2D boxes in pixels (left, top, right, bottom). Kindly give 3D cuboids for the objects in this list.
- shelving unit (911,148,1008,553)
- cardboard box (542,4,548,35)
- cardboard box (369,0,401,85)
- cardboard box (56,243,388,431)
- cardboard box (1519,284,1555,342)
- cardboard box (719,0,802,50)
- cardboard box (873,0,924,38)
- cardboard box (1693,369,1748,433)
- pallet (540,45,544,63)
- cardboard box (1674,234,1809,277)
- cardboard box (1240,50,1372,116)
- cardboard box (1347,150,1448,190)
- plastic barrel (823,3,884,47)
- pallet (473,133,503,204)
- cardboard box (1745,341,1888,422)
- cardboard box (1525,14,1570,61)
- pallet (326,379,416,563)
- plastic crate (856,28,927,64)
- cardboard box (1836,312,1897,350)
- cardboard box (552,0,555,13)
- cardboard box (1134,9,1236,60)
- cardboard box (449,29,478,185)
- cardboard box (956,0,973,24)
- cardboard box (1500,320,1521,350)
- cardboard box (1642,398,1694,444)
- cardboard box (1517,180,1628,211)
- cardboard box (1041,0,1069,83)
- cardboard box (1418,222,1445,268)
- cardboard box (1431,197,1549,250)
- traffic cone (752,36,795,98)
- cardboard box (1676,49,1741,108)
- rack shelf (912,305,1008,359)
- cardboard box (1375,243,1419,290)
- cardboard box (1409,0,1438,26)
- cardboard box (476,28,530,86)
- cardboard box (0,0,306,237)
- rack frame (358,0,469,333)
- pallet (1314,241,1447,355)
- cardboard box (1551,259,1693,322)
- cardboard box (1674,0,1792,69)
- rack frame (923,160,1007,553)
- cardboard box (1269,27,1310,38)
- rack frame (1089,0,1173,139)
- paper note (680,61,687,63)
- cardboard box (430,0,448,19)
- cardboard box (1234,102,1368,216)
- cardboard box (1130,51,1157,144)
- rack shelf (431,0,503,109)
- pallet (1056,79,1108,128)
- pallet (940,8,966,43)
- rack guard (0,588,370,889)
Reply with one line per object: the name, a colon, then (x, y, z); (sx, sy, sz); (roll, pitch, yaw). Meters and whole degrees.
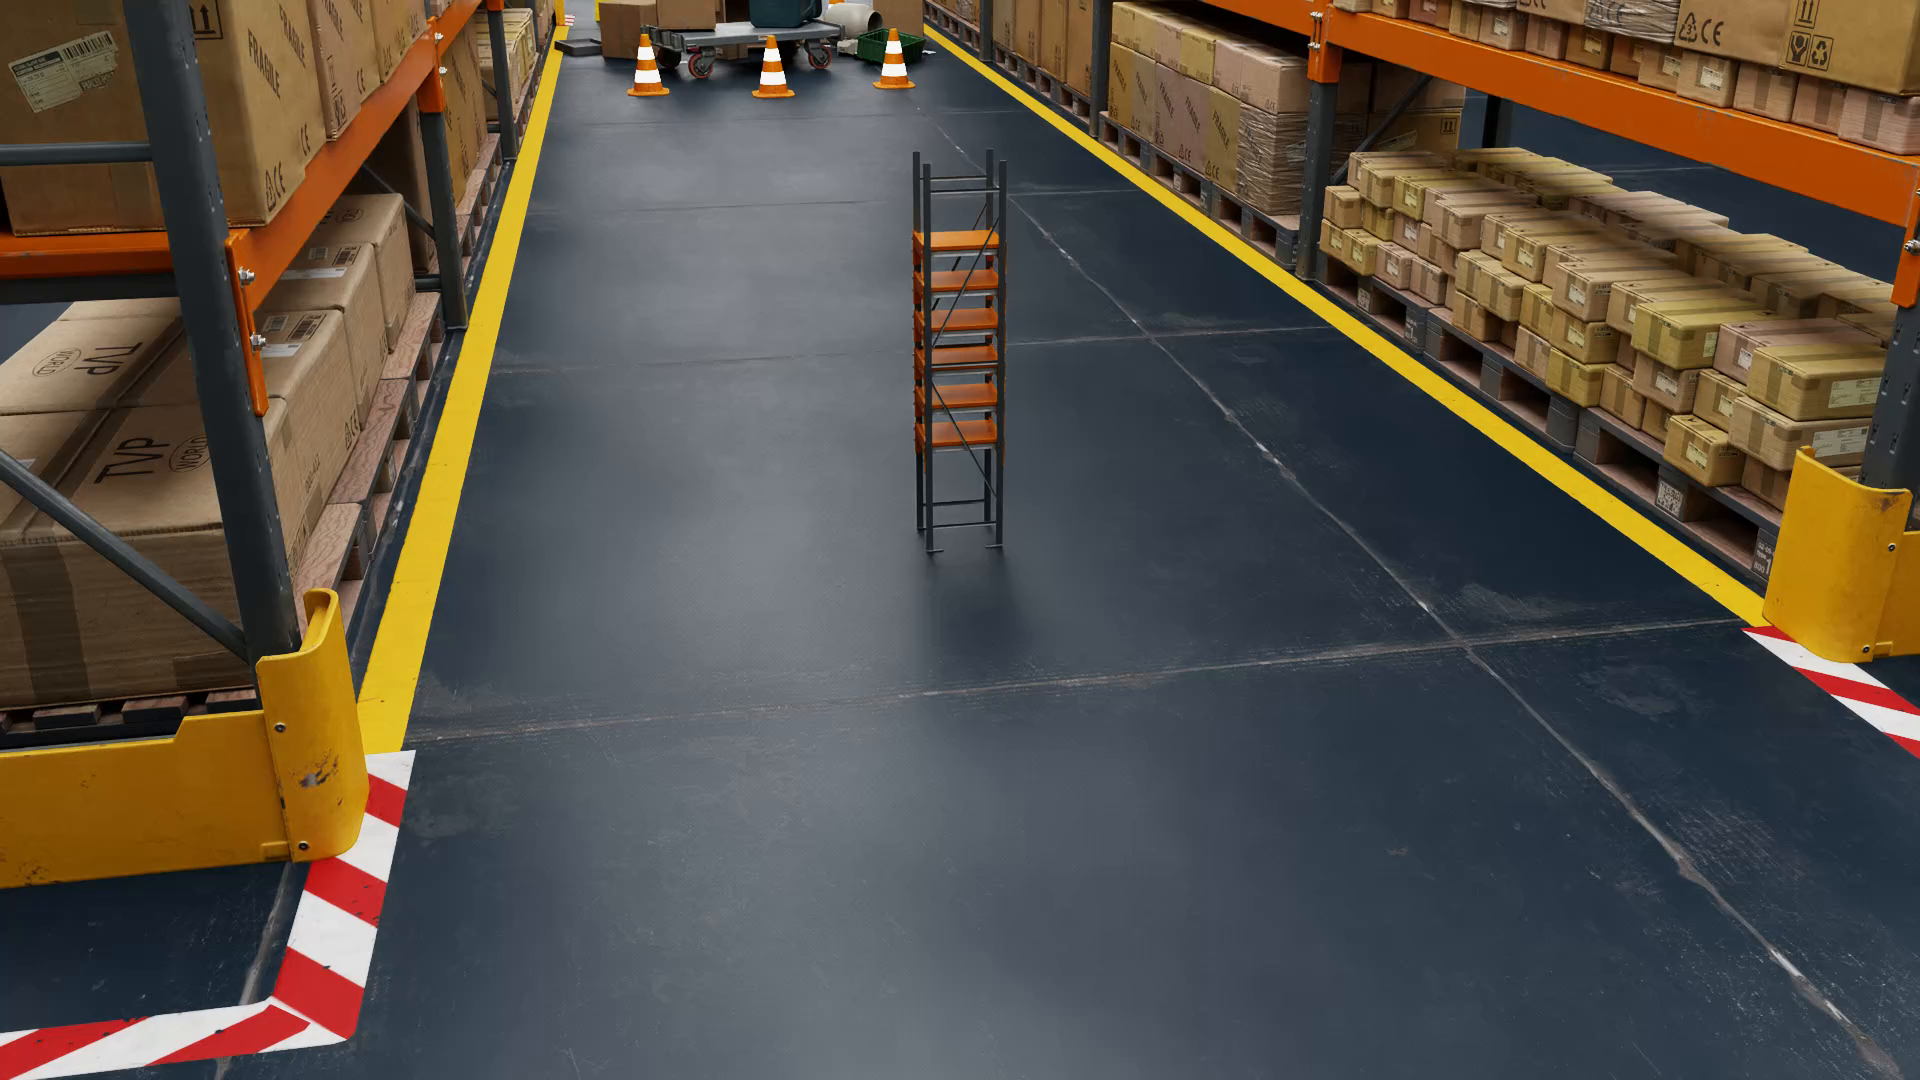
shelving unit: (-0.003, -0.556, 5.023); (0.258, 1.200, 0.189); (-4, 24, -10)
cardboard box: (-4.119, -4.825, 15.461); (0.500, 0.250, 0.500); (-3, 24, -7)
cardboard box: (-2.141, -1.769, 5.427); (0.500, 0.500, 0.500); (-5, 24, -11)
cardboard box: (-2.509, -0.696, 5.773); (0.875, 0.438, 0.875); (-5, 24, -11)
cardboard box: (2.286, -0.836, 6.082); (0.380, 0.149, 0.250); (-3, 24, -7)
cardboard box: (-1.911, -5.053, 16.020); (0.797, 0.637, 0.503); (-4, 24, -10)
cardboard box: (-0.615, -5.228, 16.593); (0.500, 0.500, 0.500); (0, 24, -1)
cardboard box: (2.526, -0.433, 5.160); (0.380, 0.149, 0.250); (-5, 24, -11)
pallet: (-4.324, -4.415, 15.096); (1.003, 0.211, 1.213); (-4, 24, -10)
cardboard box: (2.874, -1.024, 6.141); (0.380, 0.149, 0.250); (-4, 24, -9)
cardboard box: (1.774, -2.356, 8.558); (0.500, 0.250, 0.500); (-5, 24, -11)
cardboard box: (2.020, -1.699, 7.686); (0.380, 0.149, 0.250); (-3, 24, -8)
plastic barrel: (-1.037, -4.990, 16.146); (0.512, 0.421, 0.421); (13, 27, 27)
pallet: (-3.354, -2.265, 10.172); (1.003, 0.211, 1.213); (-4, 24, -10)
cardboard box: (2.553, -0.466, 4.863); (0.380, 0.149, 0.250); (-4, 24, -9)
cardboard box: (2.277, -1.824, 5.992); (0.380, 0.149, 0.250); (-3, 24, -8)
pallet: (-2.393, -0.221, 5.493); (1.003, 0.211, 1.213); (-4, 24, -10)
plastic crate: (-0.639, -4.547, 15.355); (0.450, 0.188, 0.662); (17, 27, 13)
cardboard box: (2.967, -0.607, 5.187); (0.380, 0.149, 0.250); (-4, 24, -9)
cardboard box: (-4.487, -5.630, 17.304); (0.500, 0.250, 0.500); (-4, 24, -10)
cardboard box: (1.404, -3.167, 10.414); (0.500, 0.250, 0.500); (-5, 24, -10)
cardboard box: (-3.219, -2.448, 9.238); (0.875, 0.875, 0.875); (-4, 24, -9)
cardboard box: (0.463, -5.663, 16.600); (0.875, 0.875, 0.875); (-4, 24, -9)
cardboard box: (2.315, -0.805, 6.383); (0.380, 0.149, 0.250); (-4, 24, -8)
cardboard box: (2.486, -0.399, 5.454); (0.380, 0.149, 0.250); (-4, 24, -10)
cardboard box: (2.592, -1.426, 7.062); (0.380, 0.149, 0.250); (-4, 24, -8)
cardboard box: (1.231, -4.016, 12.983); (1.050, 0.750, 0.750); (-4, 24, -9)
cardboard box: (2.175, -1.255, 7.041); (0.380, 0.149, 0.250); (-6, 24, -12)
cardboard box: (2.145, -1.283, 6.735); (0.380, 0.149, 0.250); (-4, 24, -9)
traffic cone: (-1.524, -3.845, 13.476); (0.336, 0.463, 0.334); (-4, 24, -10)
cardboard box: (2.421, -1.407, 5.037); (0.380, 0.149, 0.250); (-4, 24, -8)
rack shelf: (-0.003, -0.625, 4.993); (0.258, 0.103, 0.180); (-4, 24, -10)
cardboard box: (2.058, -1.212, 7.314); (0.380, 0.149, 0.250); (-4, 24, -10)
cardboard box: (2.112, -2.243, 6.953); (0.380, 0.149, 0.250); (-5, 24, -12)
cardboard box: (-3.799, -3.658, 12.636); (0.950, 0.372, 0.625); (-4, 24, -8)
cardboard box: (-1.753, -0.968, 3.593); (0.500, 0.500, 0.500); (-4, 24, -10)
rack frame: (-2.686, -2.285, 6.734); (1.000, 3.000, 0.127); (-4, 24, -10)
pallet: (2.319, -1.152, 7.623); (1.003, 0.211, 1.213); (-4, 24, -10)
cardboard box: (2.300, -0.870, 5.787); (0.380, 0.149, 0.250); (-3, 24, -8)
cardboard box: (2.473, -1.661, 4.808); (0.500, 0.500, 0.500); (-5, 24, -11)
rack frame: (0.014, -0.520, 4.940); (0.240, 1.200, 0.006); (-4, 24, -10)
cardboard box: (2.092, -2.802, 9.580); (0.500, 0.250, 0.500); (-3, 24, -8)
rack frame: (1.420, -4.265, 11.267); (1.000, 3.000, 0.127); (-4, 24, -10)
paper note: (-2.587, -4.406, 15.300); (0.148, 0.019, 0.142); (-4, 24, -10)
cardboard box: (-2.508, -2.409, 7.205); (0.500, 0.250, 0.500); (-5, 24, -11)
cardboard box: (1.775, -2.011, 8.704); (0.500, 0.500, 0.500); (-5, 24, -11)
cardboard box: (1.397, -2.817, 10.550); (0.500, 0.500, 0.500); (-4, 24, -9)
rack shelf: (-3.056, -2.742, 8.680); (1.077, 0.370, 4.000); (-4, 24, -10)
pallet: (1.348, -3.302, 12.547); (1.003, 0.211, 1.213); (-4, 24, -10)
pallet: (0.388, -5.346, 17.226); (1.003, 0.211, 1.213); (-4, 24, -10)
rack guard: (-1.942, 0.443, 3.611); (1.175, 0.500, 0.348); (-4, 24, -10)
